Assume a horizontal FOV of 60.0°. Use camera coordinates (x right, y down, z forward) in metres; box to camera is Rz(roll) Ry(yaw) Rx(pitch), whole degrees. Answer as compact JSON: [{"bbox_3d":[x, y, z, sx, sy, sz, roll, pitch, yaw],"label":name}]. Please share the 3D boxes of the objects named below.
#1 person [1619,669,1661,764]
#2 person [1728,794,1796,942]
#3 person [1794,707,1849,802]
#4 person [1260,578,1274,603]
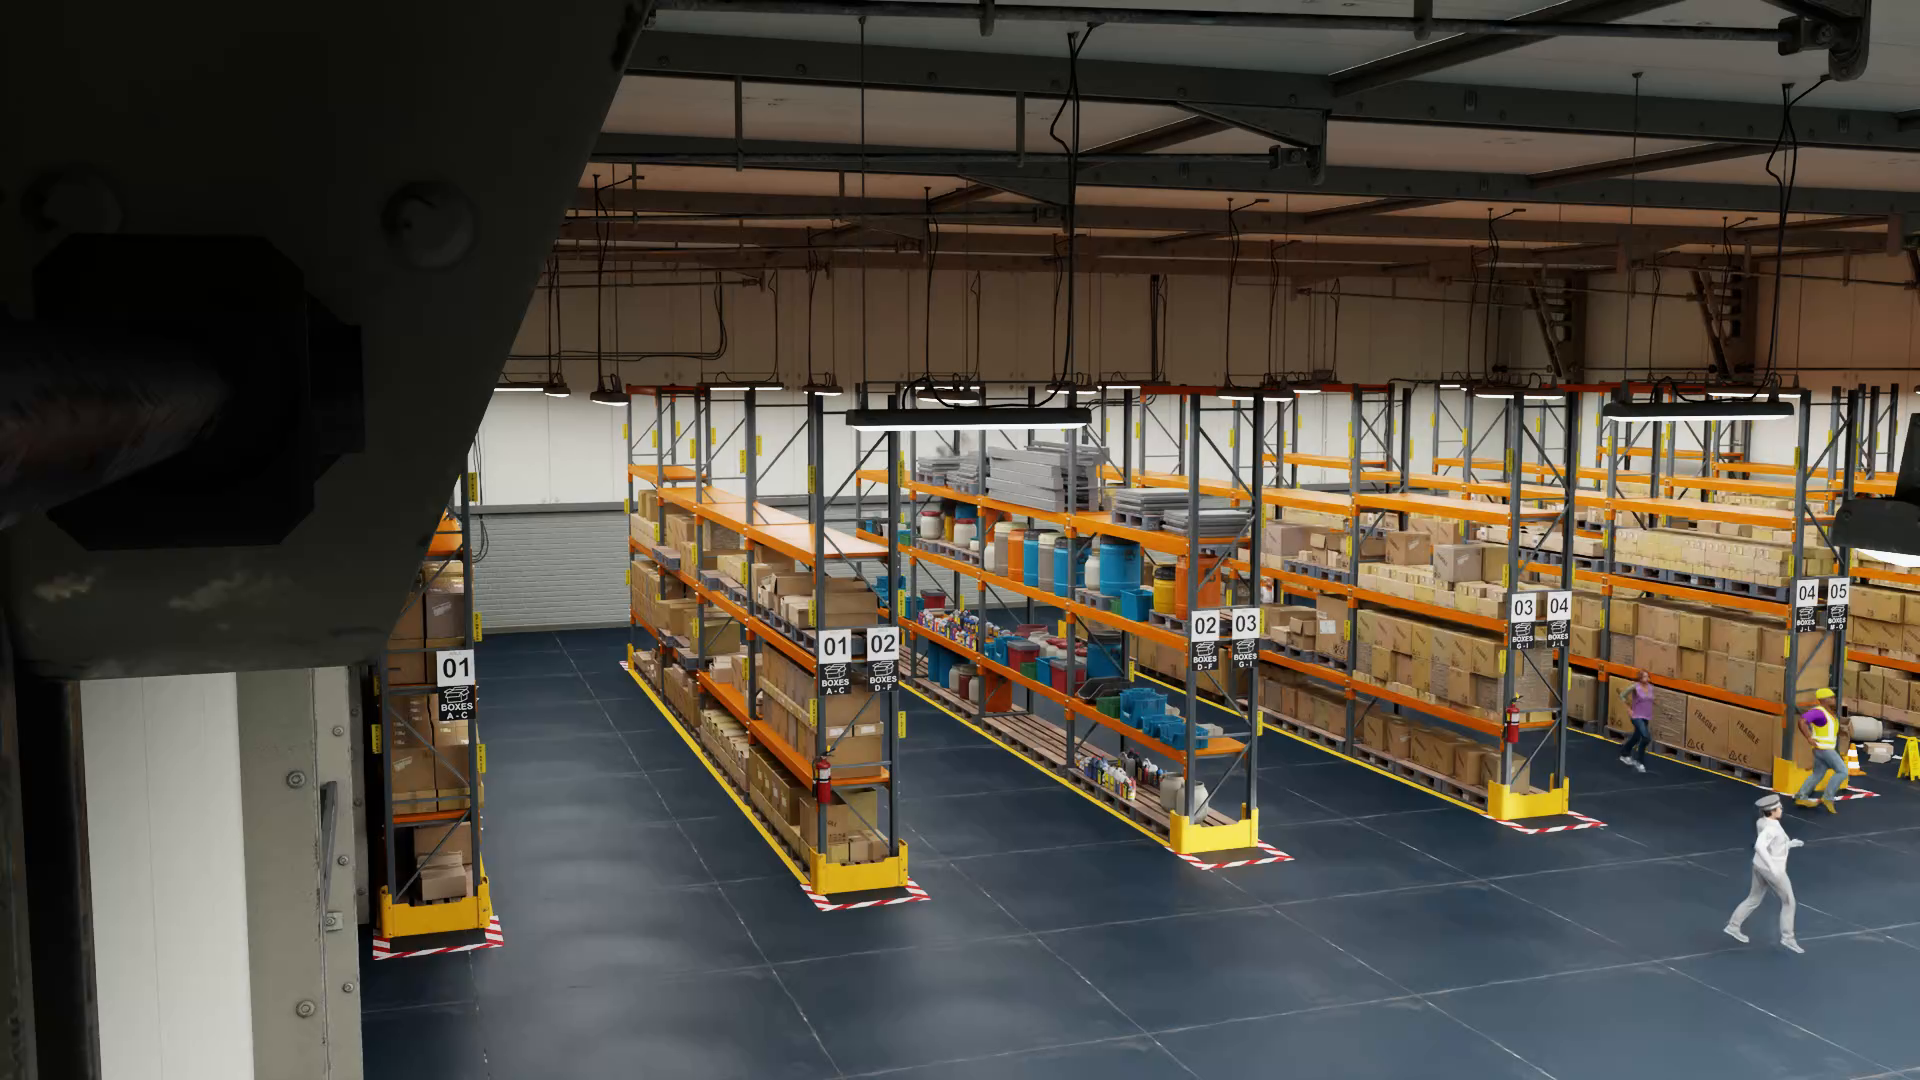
[{"bbox_3d":[10.731,2.751,26.217,0.505,1.459,0.707,-3,6,-24],"label":"person"},{"bbox_3d":[8.725,3.543,18.068,0.653,1.595,0.376,0,6,2],"label":"person"},{"bbox_3d":[12.400,3.076,23.894,0.679,1.392,0.643,3,7,29],"label":"person"},{"bbox_3d":[6.837,1.673,36.998,0.661,1.726,0.791,-2,6,-17],"label":"person"}]
